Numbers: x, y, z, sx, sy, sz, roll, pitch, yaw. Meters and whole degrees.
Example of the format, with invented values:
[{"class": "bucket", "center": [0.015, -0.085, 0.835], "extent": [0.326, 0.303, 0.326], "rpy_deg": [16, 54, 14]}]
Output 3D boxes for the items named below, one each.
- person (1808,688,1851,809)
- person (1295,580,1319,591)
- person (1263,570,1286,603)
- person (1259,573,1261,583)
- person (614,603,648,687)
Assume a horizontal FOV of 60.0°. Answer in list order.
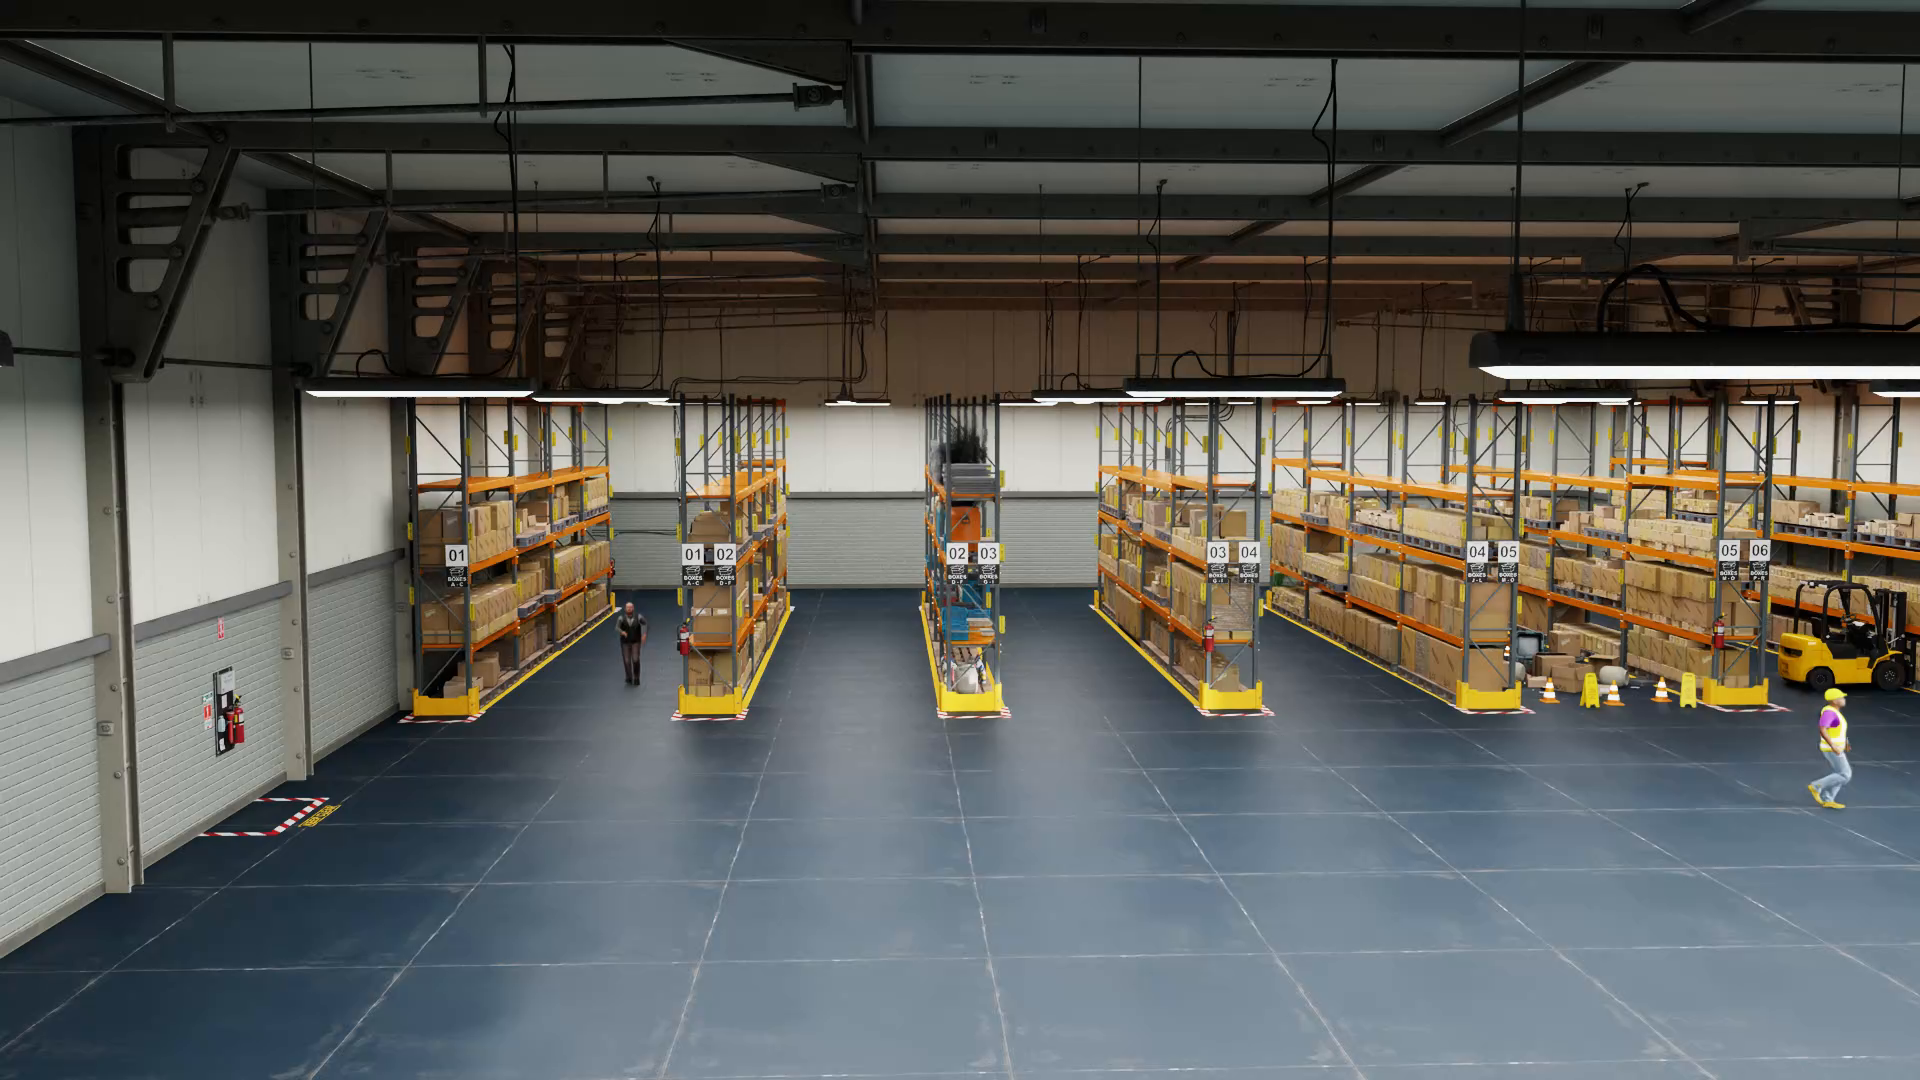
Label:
[{"class": "person", "center": [12.467, 2.982, 23.808], "extent": [0.546, 1.725, 0.693], "rpy_deg": [2, 5, 29]}, {"class": "person", "center": [10.234, 1.052, 48.926], "extent": [0.785, 1.731, 0.802], "rpy_deg": [3, 5, 34]}, {"class": "person", "center": [9.428, 0.975, 49.054], "extent": [0.928, 1.773, 0.693], "rpy_deg": [-1, 5, -12]}, {"class": "person", "center": [7.790, 1.433, 44.491], "extent": [0.540, 1.580, 0.669], "rpy_deg": [0, 5, 2]}, {"class": "person", "center": [-6.783, 2.173, 34.306], "extent": [0.669, 1.777, 0.723], "rpy_deg": [-1, 5, -7]}]
